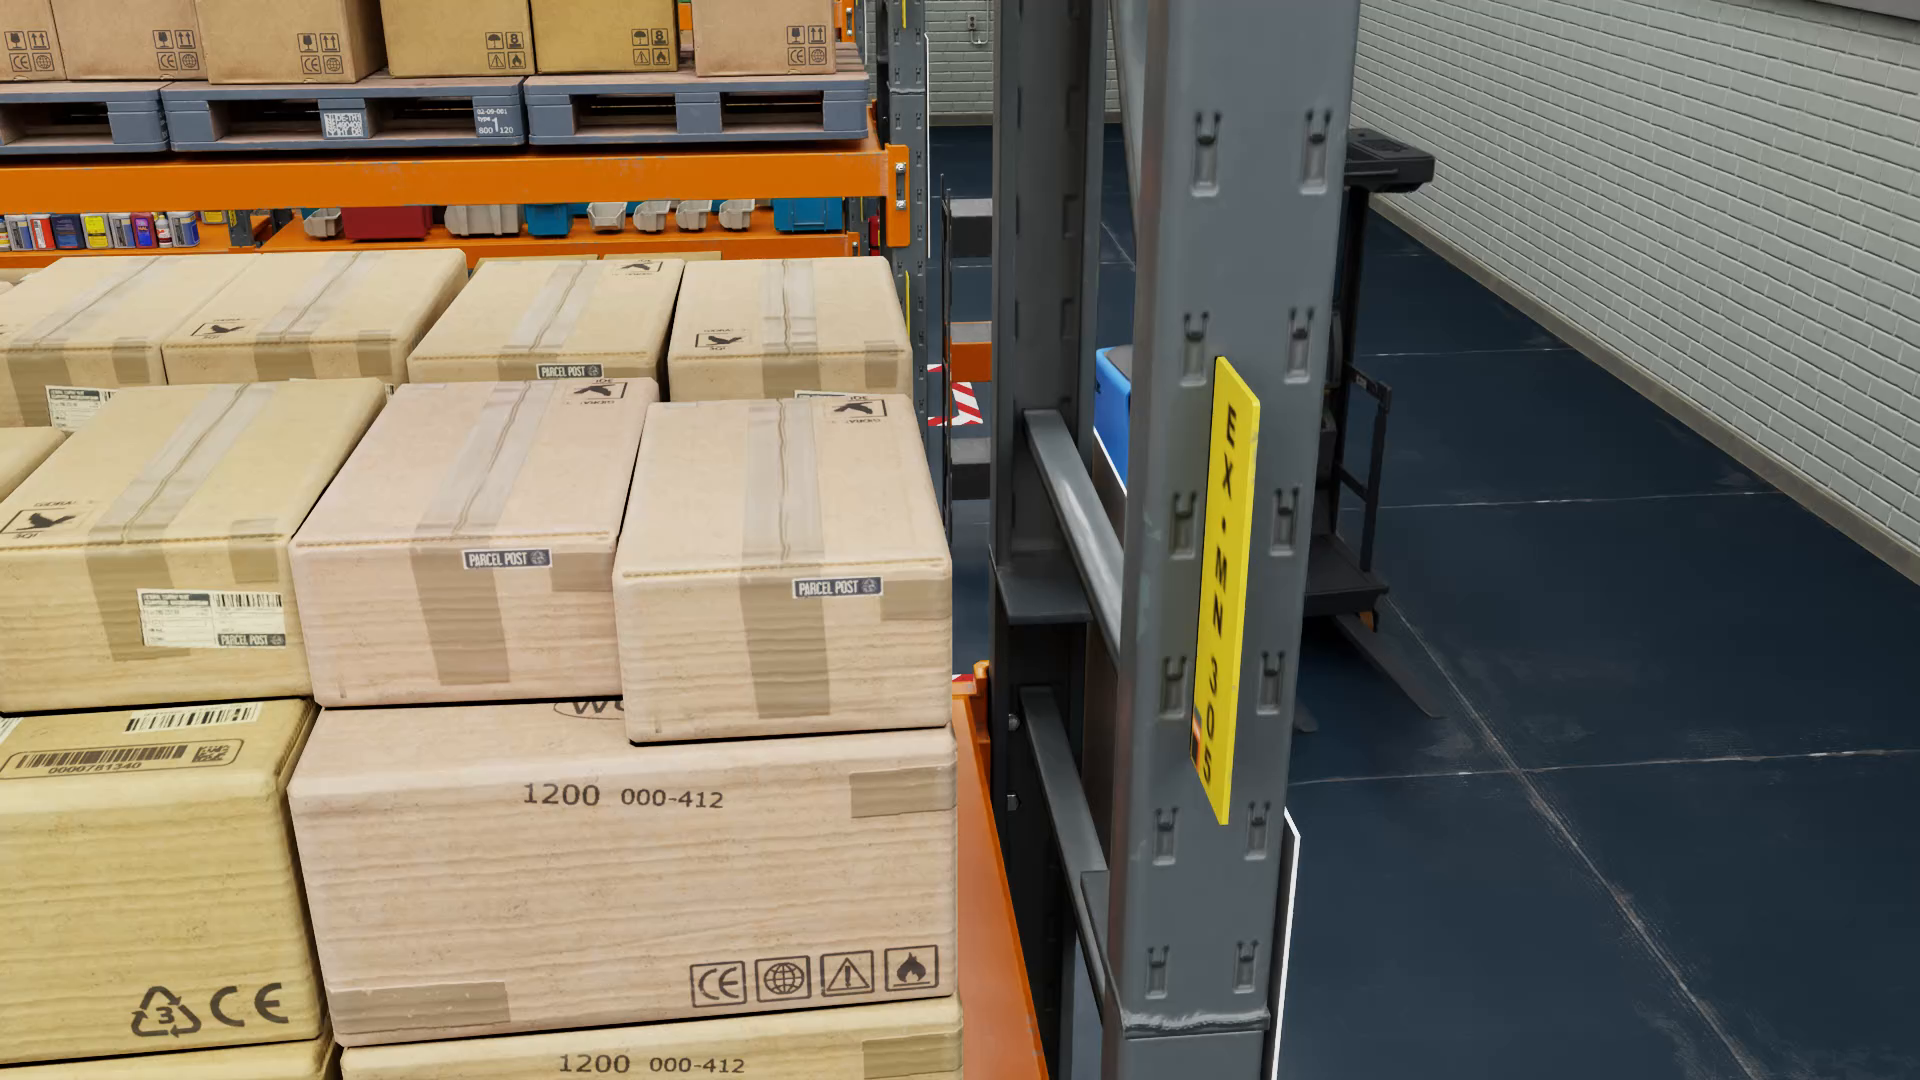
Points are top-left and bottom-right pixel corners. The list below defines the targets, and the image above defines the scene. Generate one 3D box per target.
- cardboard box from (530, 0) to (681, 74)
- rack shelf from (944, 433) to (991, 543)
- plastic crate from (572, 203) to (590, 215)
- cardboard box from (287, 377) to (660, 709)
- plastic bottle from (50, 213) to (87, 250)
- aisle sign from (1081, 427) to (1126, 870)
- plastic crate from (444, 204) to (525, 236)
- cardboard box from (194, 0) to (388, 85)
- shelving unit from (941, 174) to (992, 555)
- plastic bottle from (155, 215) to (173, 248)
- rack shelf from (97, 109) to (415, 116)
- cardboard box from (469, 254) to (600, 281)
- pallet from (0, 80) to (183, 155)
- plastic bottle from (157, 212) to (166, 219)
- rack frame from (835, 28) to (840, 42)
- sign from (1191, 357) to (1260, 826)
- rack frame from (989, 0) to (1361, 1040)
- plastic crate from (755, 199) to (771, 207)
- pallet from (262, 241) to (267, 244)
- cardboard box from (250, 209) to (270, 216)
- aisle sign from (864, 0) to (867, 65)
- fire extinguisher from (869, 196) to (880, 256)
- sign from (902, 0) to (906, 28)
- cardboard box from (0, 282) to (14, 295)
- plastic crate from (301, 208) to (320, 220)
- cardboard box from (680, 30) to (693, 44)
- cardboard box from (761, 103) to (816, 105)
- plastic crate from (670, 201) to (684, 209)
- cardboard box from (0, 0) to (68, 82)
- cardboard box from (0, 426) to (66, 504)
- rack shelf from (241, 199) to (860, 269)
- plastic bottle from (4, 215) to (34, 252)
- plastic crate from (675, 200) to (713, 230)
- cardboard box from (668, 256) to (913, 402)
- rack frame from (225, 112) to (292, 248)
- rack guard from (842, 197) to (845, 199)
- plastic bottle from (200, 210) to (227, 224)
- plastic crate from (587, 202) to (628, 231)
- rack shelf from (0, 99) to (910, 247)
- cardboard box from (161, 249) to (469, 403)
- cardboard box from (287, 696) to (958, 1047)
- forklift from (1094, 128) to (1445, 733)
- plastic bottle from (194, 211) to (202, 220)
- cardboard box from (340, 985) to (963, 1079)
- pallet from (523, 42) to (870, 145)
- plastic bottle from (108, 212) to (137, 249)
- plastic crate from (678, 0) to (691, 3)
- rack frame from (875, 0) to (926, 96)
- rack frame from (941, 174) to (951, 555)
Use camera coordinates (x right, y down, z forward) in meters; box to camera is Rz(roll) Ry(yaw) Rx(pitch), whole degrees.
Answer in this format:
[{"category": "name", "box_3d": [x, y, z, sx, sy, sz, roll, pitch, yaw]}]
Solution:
[{"category": "cardboard box", "box_3d": [-1.319, -2.057, 6.228, 0.500, 0.500, 0.700, -3, 24, -7]}, {"category": "rack shelf", "box_3d": [0.165, -0.314, 9.628, 0.480, 0.518, 0.431, -2, 24, -5]}, {"category": "plastic crate", "box_3d": [-2.609, -2.430, 11.657, 0.300, 0.233, 0.416, -2, 24, -5]}, {"category": "cardboard box", "box_3d": [-0.403, -0.012, 1.469, 0.250, 0.149, 0.380, -2, 24, -4]}, {"category": "plastic bottle", "box_3d": [-5.769, -2.062, 10.757, 0.185, 0.351, 0.144, -2, 24, -5]}, {"category": "aisle sign", "box_3d": [0.195, 0.278, 2.231, 0.004, 0.787, 0.394, -2, 24, -5]}, {"category": "plastic crate", "box_3d": [-3.165, -2.221, 11.126, 0.530, 0.282, 0.437, -2, 24, -5]}, {"category": "cardboard box", "box_3d": [-2.373, -1.952, 5.992, 0.500, 0.500, 0.700, -1, 24, -3]}, {"category": "shelving unit", "box_3d": [0.165, -0.966, 9.338, 0.503, 2.100, 0.431, -2, 24, -5]}, {"category": "plastic bottle", "box_3d": [-5.175, -2.008, 10.820, 0.097, 0.201, 0.097, 0, 24, 0]}, {"category": "rack shelf", "box_3d": [-7.176, -3.855, 15.615, 4.000, 0.370, 1.077, -2, 24, -5]}, {"category": "cardboard box", "box_3d": [-1.752, -0.876, 6.923, 0.500, 0.500, 0.500, -3, 24, -7]}, {"category": "pallet", "box_3d": [-3.400, -1.618, 6.113, 1.213, 0.211, 1.003, -2, 24, -5]}, {"category": "plastic bottle", "box_3d": [-5.565, -2.325, 11.441, 0.135, 0.276, 0.152, -2, 24, -5]}, {"category": "rack frame", "box_3d": [-1.205, -4.423, 16.008, 0.127, 3.000, 1.000, -2, 24, -5]}, {"category": "sign", "box_3d": [0.187, 0.040, 1.184, 0.005, 0.325, 0.100, -2, 24, -5]}, {"category": "rack frame", "box_3d": [0.152, -1.151, 1.261, 0.127, 3.000, 1.000, -2, 24, -5]}, {"category": "plastic crate", "box_3d": [-1.327, -2.472, 11.869, 0.298, 0.136, 0.250, -2, 24, -5]}, {"category": "pallet", "box_3d": [-5.991, -2.941, 16.108, 1.213, 0.211, 1.003, -2, 24, -5]}, {"category": "cardboard box", "box_3d": [-6.640, -3.151, 15.681, 0.500, 0.500, 0.500, -2, 24, -4]}, {"category": "aisle sign", "box_3d": [-0.621, -3.493, 10.716, 0.004, 0.787, 0.394, -2, 24, -5]}, {"category": "fire extinguisher", "box_3d": [-0.527, -2.037, 11.195, 0.183, 0.674, 0.296, -2, 24, -5]}, {"category": "sign", "box_3d": [-0.195, -1.938, 5.732, 0.005, 0.325, 0.100, -2, 24, -5]}, {"category": "cardboard box", "box_3d": [-1.213, -0.155, 1.792, 0.250, 0.149, 0.380, -2, 24, -4]}, {"category": "plastic crate", "box_3d": [-4.271, -2.438, 11.487, 0.575, 0.384, 0.392, -2, 24, -5]}, {"category": "cardboard box", "box_3d": [-2.639, -4.754, 15.398, 0.500, 0.500, 0.500, -2, 24, -4]}, {"category": "cardboard box", "box_3d": [-1.624, -4.341, 15.700, 0.500, 0.500, 0.500, -2, 24, -4]}, {"category": "plastic crate", "box_3d": [-2.002, -2.445, 11.808, 0.298, 0.136, 0.250, -2, 24, -5]}, {"category": "cardboard box", "box_3d": [-3.443, -1.969, 6.030, 0.500, 0.500, 0.700, -4, 24, -8]}, {"category": "cardboard box", "box_3d": [-0.912, 0.044, 1.342, 0.250, 0.149, 0.380, -2, 24, -4]}, {"category": "rack shelf", "box_3d": [-2.712, -2.012, 11.470, 4.000, 0.370, 1.077, -2, 24, -5]}, {"category": "plastic bottle", "box_3d": [-6.062, -2.018, 10.750, 0.135, 0.276, 0.152, -2, 24, -5]}, {"category": "plastic crate", "box_3d": [-1.805, -2.216, 11.294, 0.243, 0.136, 0.396, -2, 24, -5]}, {"category": "cardboard box", "box_3d": [-0.193, -0.202, 1.897, 0.250, 0.149, 0.380, -2, 24, -6]}, {"category": "rack frame", "box_3d": [-4.702, -2.261, 11.144, 0.127, 3.000, 1.000, -2, 24, -5]}, {"category": "rack guard", "box_3d": [-1.280, -3.278, 16.509, 0.348, 0.500, 1.175, -2, 24, -5]}, {"category": "plastic bottle", "box_3d": [-5.125, -2.354, 11.414, 0.185, 0.351, 0.144, -2, 24, -5]}, {"category": "plastic crate", "box_3d": [-2.373, -2.176, 11.203, 0.250, 0.136, 0.298, -2, 24, -5]}, {"category": "rack shelf", "box_3d": [-2.225, -1.381, 6.357, 4.000, 0.370, 1.077, -2, 24, -5]}, {"category": "cardboard box", "box_3d": [-0.725, -0.218, 1.932, 0.250, 0.149, 0.380, -2, 24, -5]}, {"category": "cardboard box", "box_3d": [-0.281, 0.181, 1.527, 0.500, 0.250, 0.500, -3, 24, -7]}, {"category": "forklift", "box_3d": [1.533, -0.921, 8.213, 1.130, 2.935, 3.031, -5, 24, -11]}, {"category": "plastic bottle", "box_3d": [-5.242, -2.360, 11.511, 0.133, 0.283, 0.061, -2, 24, -5]}, {"category": "cardboard box", "box_3d": [-0.275, 0.413, 1.620, 0.500, 0.250, 0.500, -3, 24, -6]}, {"category": "pallet", "box_3d": [-0.972, -1.715, 6.332, 1.213, 0.211, 1.003, -2, 24, -5]}, {"category": "plastic bottle", "box_3d": [-5.426, -2.044, 10.807, 0.135, 0.276, 0.152, -2, 24, -5]}, {"category": "plastic crate", "box_3d": [-1.675, -3.540, 10.589, 0.336, 0.188, 0.450, -2, 24, -5]}, {"category": "rack frame", "box_3d": [-0.235, -3.160, 5.781, 0.127, 3.000, 1.000, -2, 24, -5]}, {"category": "rack frame", "box_3d": [-0.078, -0.956, 9.316, 0.015, 2.100, 0.400, -2, 24, -5]}]
